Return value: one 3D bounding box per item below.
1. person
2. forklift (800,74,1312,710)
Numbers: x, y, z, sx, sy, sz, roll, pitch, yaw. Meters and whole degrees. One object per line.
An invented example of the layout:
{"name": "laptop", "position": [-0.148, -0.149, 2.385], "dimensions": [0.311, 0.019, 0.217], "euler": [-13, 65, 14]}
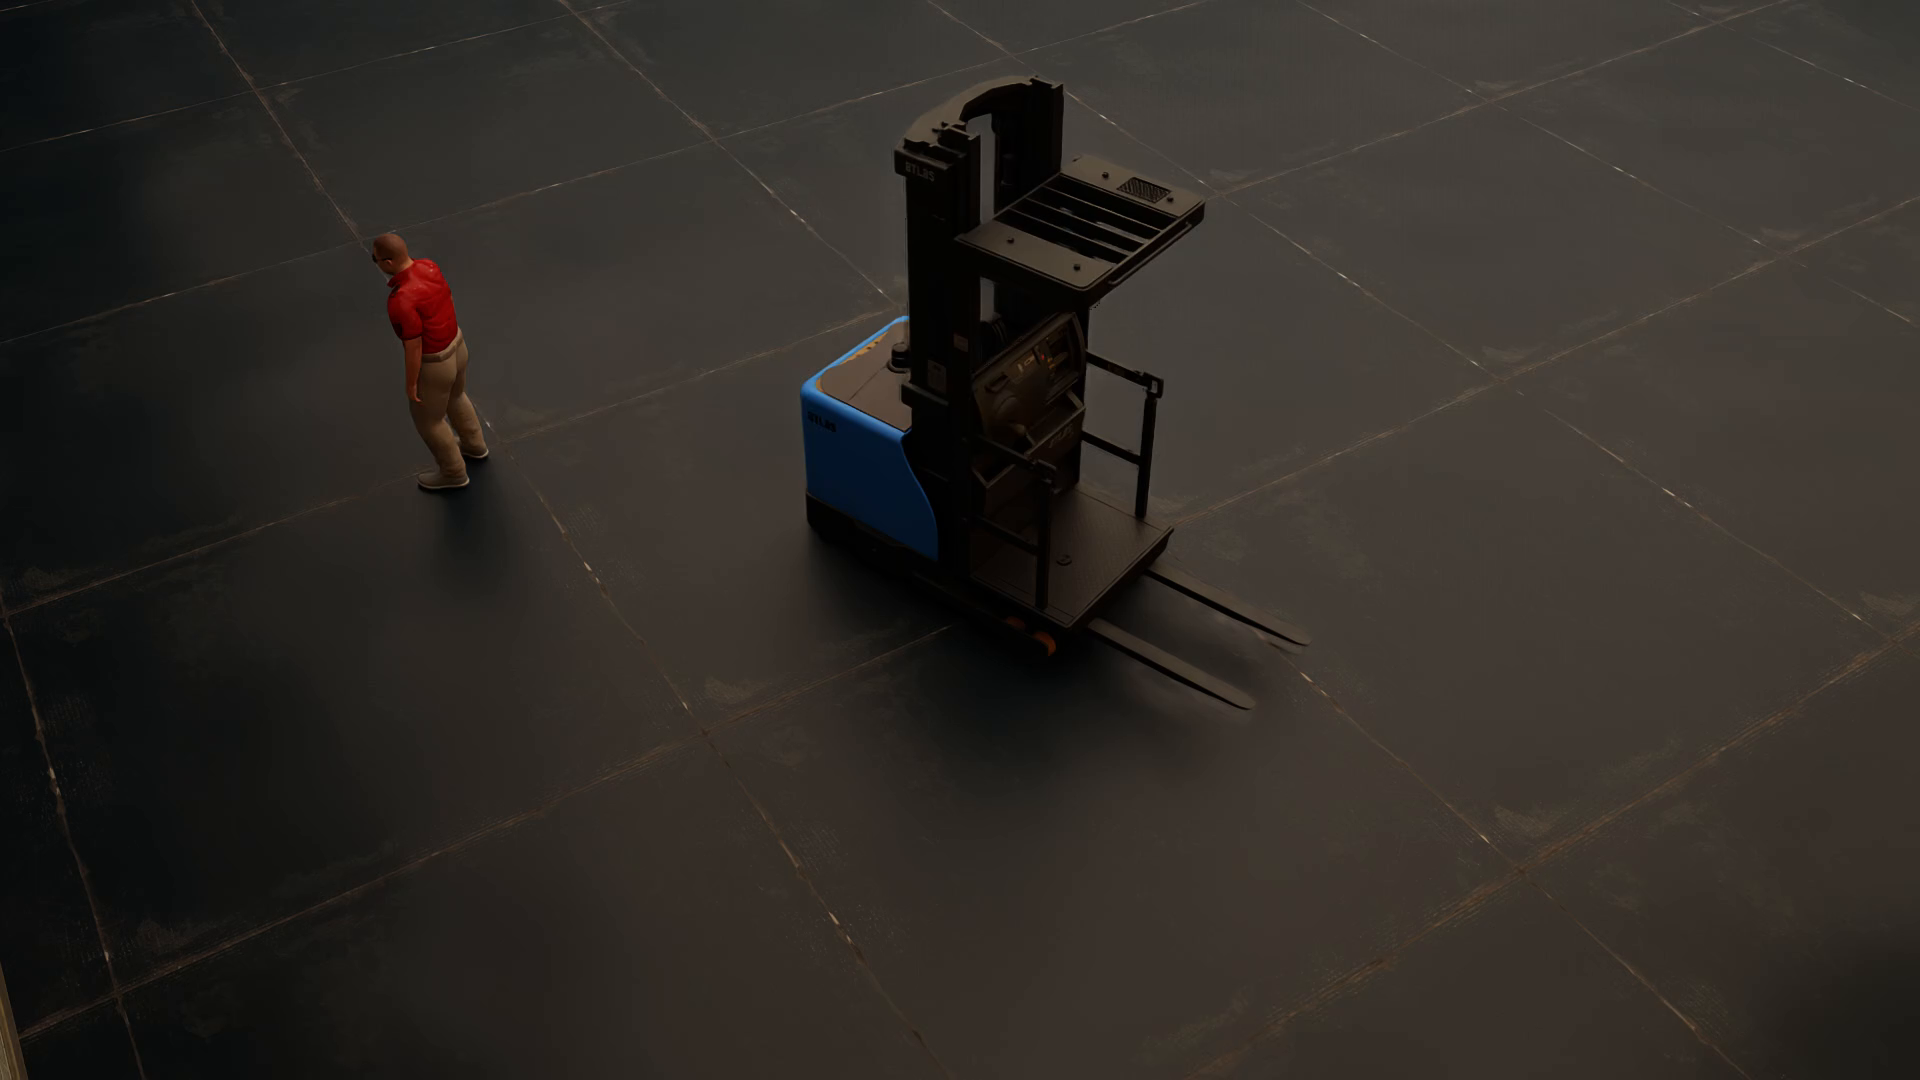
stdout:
{"name": "person", "position": [-3.199, -1.088, 10.032], "dimensions": [0.396, 1.726, 0.585], "euler": [8, 42, 9]}
{"name": "forklift", "position": [0.540, -0.828, 8.818], "dimensions": [3.031, 2.935, 1.130], "euler": [27, 48, 28]}
